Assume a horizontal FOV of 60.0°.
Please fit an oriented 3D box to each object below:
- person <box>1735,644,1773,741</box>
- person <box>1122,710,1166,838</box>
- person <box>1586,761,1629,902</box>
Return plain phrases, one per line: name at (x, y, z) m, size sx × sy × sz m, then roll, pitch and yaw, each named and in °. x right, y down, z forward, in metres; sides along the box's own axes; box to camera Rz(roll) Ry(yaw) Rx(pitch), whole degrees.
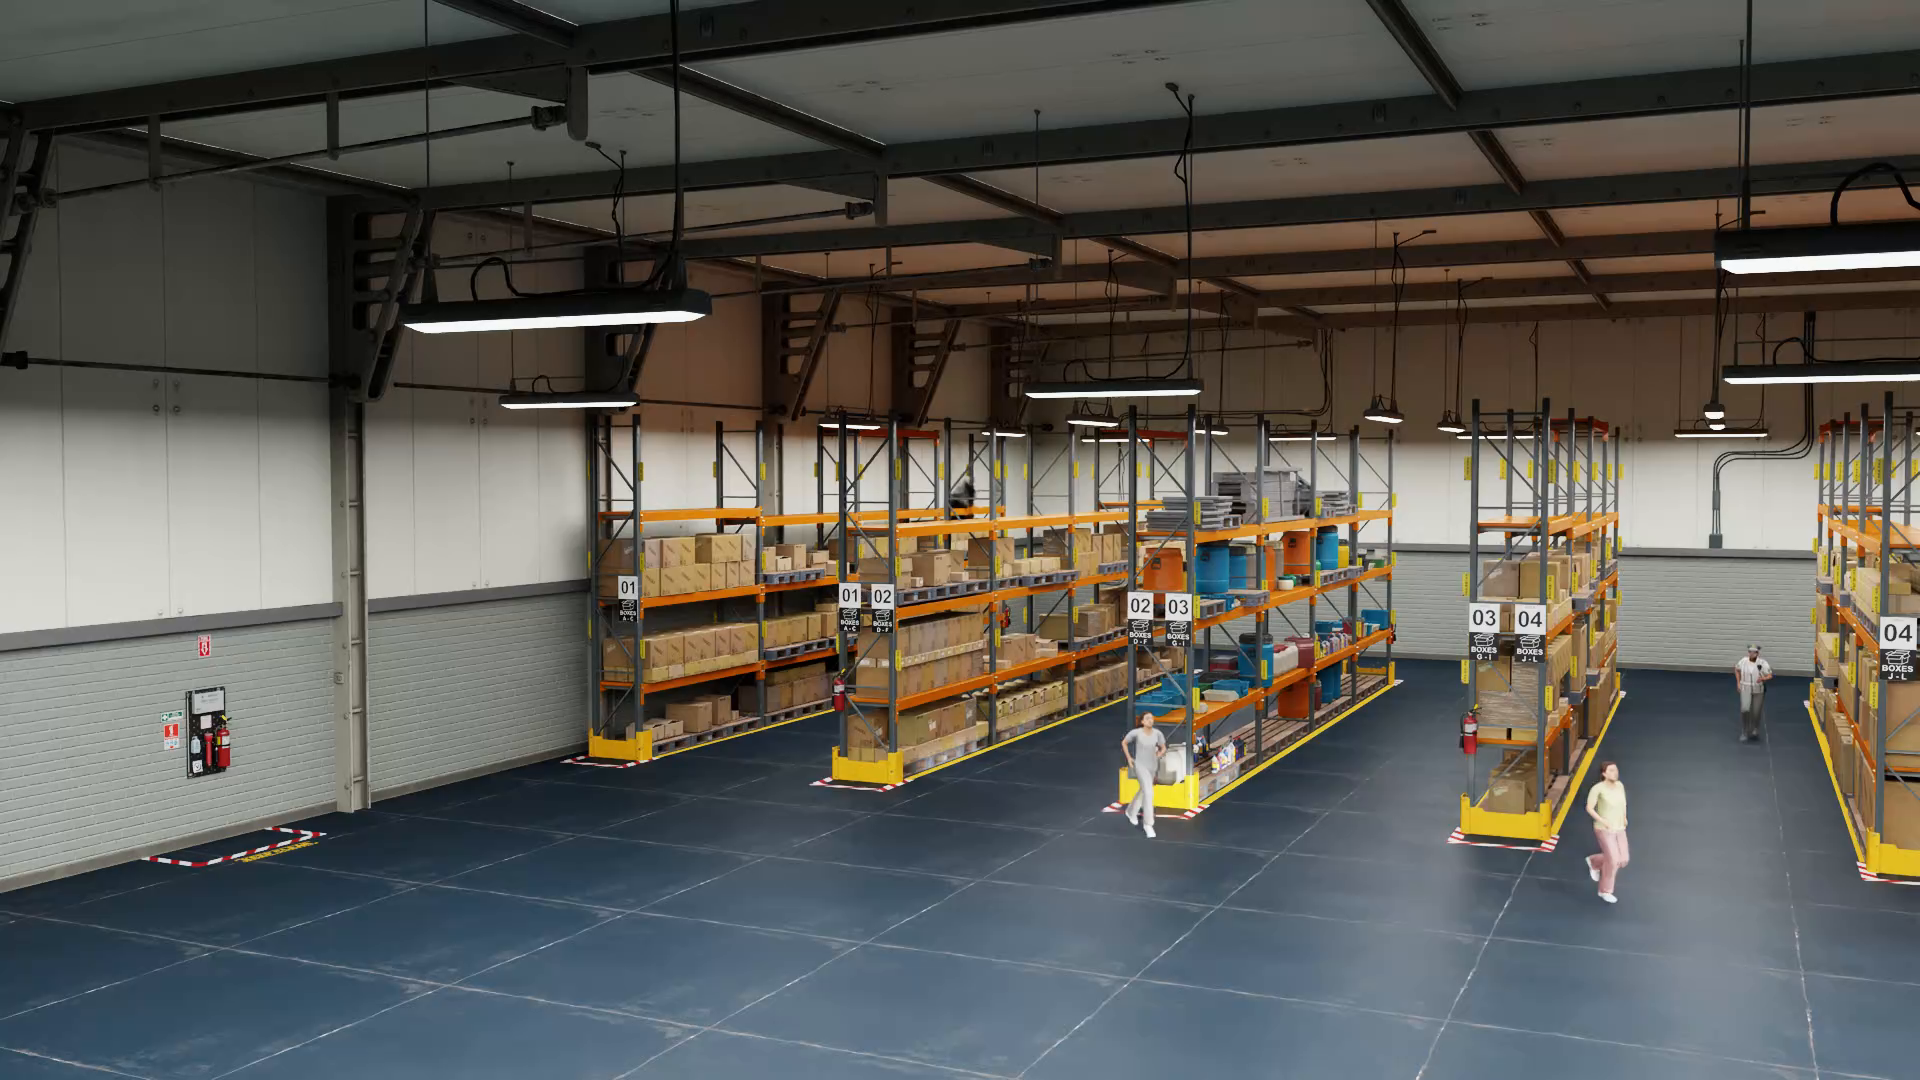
person at (14.813, 2.862, 31.049) m, size 0.644 × 1.847 × 0.787 m, roll 1°, pitch 3°, yaw 26°
person at (2.578, 3.202, 23.100) m, size 0.562 × 1.699 × 0.862 m, roll -1°, pitch 3°, yaw -27°
person at (7.590, 3.402, 19.491) m, size 0.584 × 1.626 × 0.564 m, roll -1°, pitch 2°, yaw -19°
